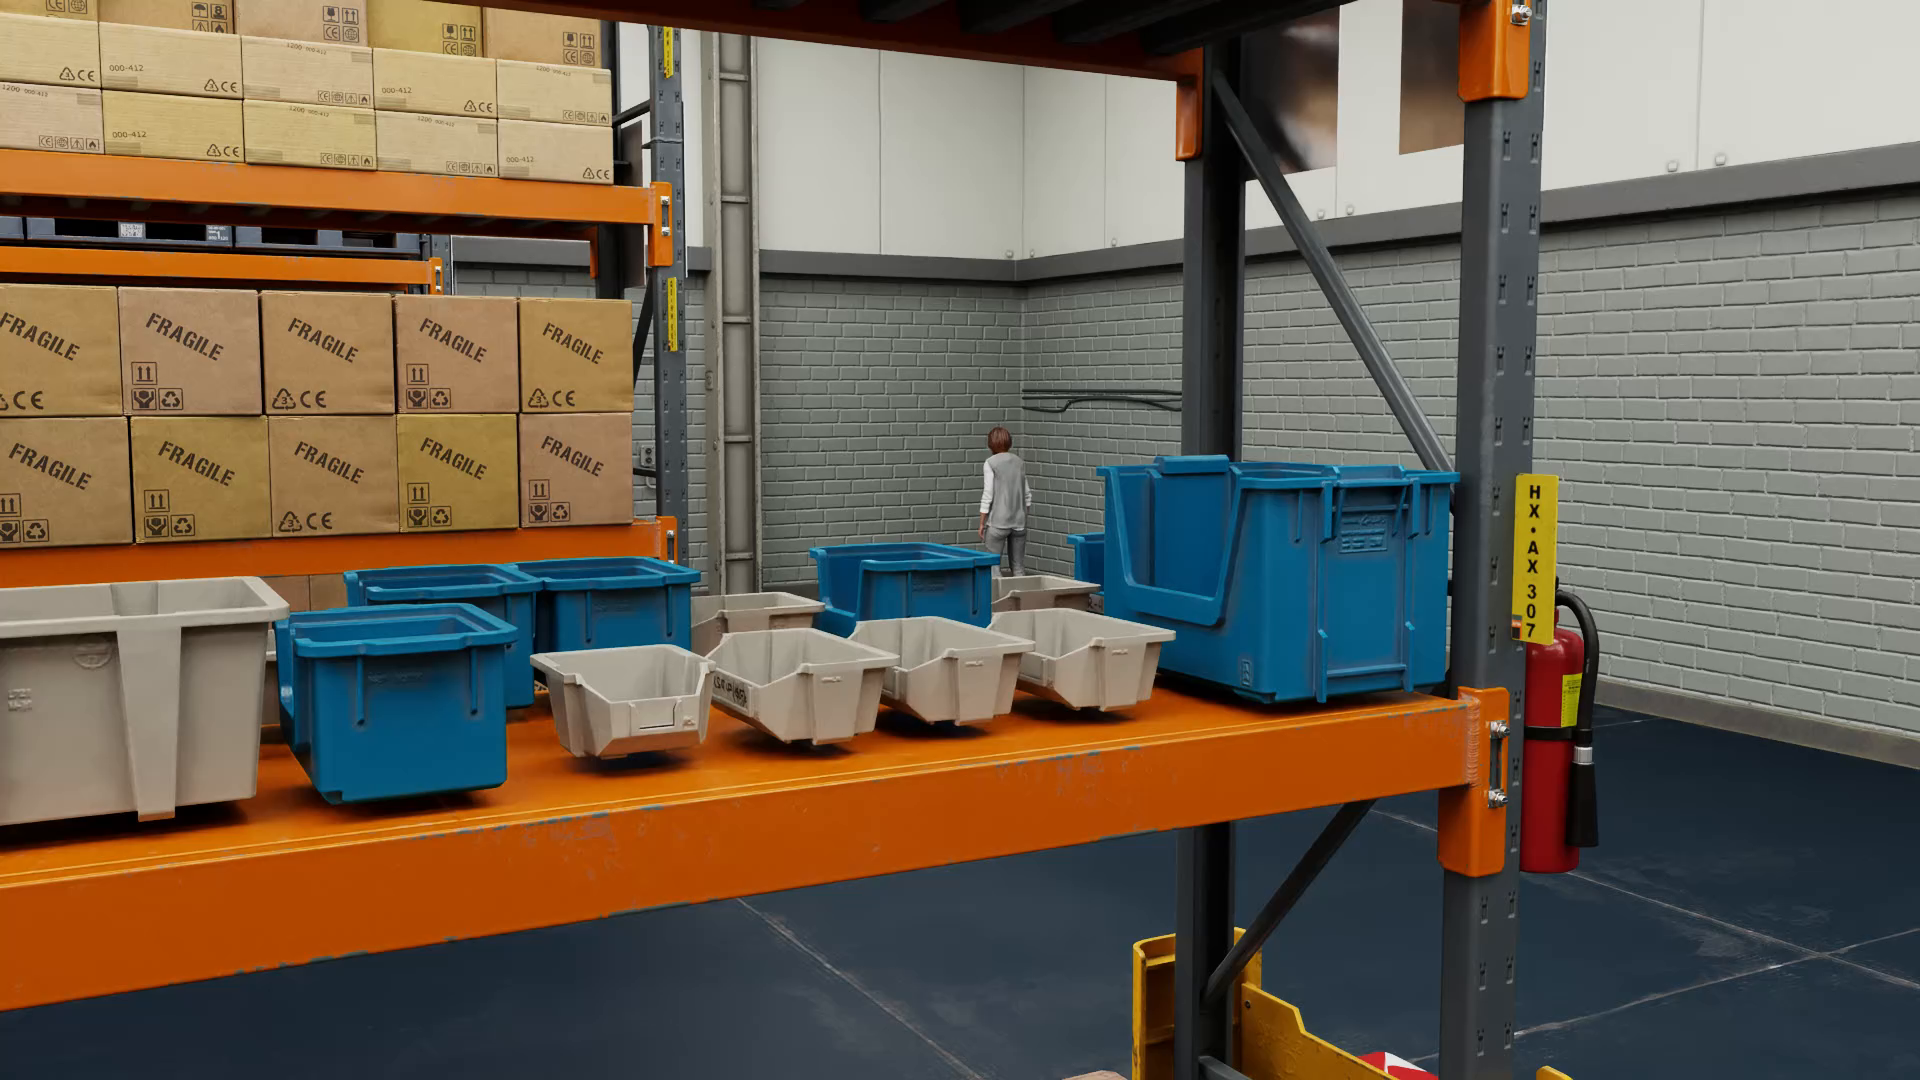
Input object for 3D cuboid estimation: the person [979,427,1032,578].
[{"bbox_3d":[0.360,-0.114,13.472,0.471,1.591,0.366,-3,6,-30],"label":"person"}]
